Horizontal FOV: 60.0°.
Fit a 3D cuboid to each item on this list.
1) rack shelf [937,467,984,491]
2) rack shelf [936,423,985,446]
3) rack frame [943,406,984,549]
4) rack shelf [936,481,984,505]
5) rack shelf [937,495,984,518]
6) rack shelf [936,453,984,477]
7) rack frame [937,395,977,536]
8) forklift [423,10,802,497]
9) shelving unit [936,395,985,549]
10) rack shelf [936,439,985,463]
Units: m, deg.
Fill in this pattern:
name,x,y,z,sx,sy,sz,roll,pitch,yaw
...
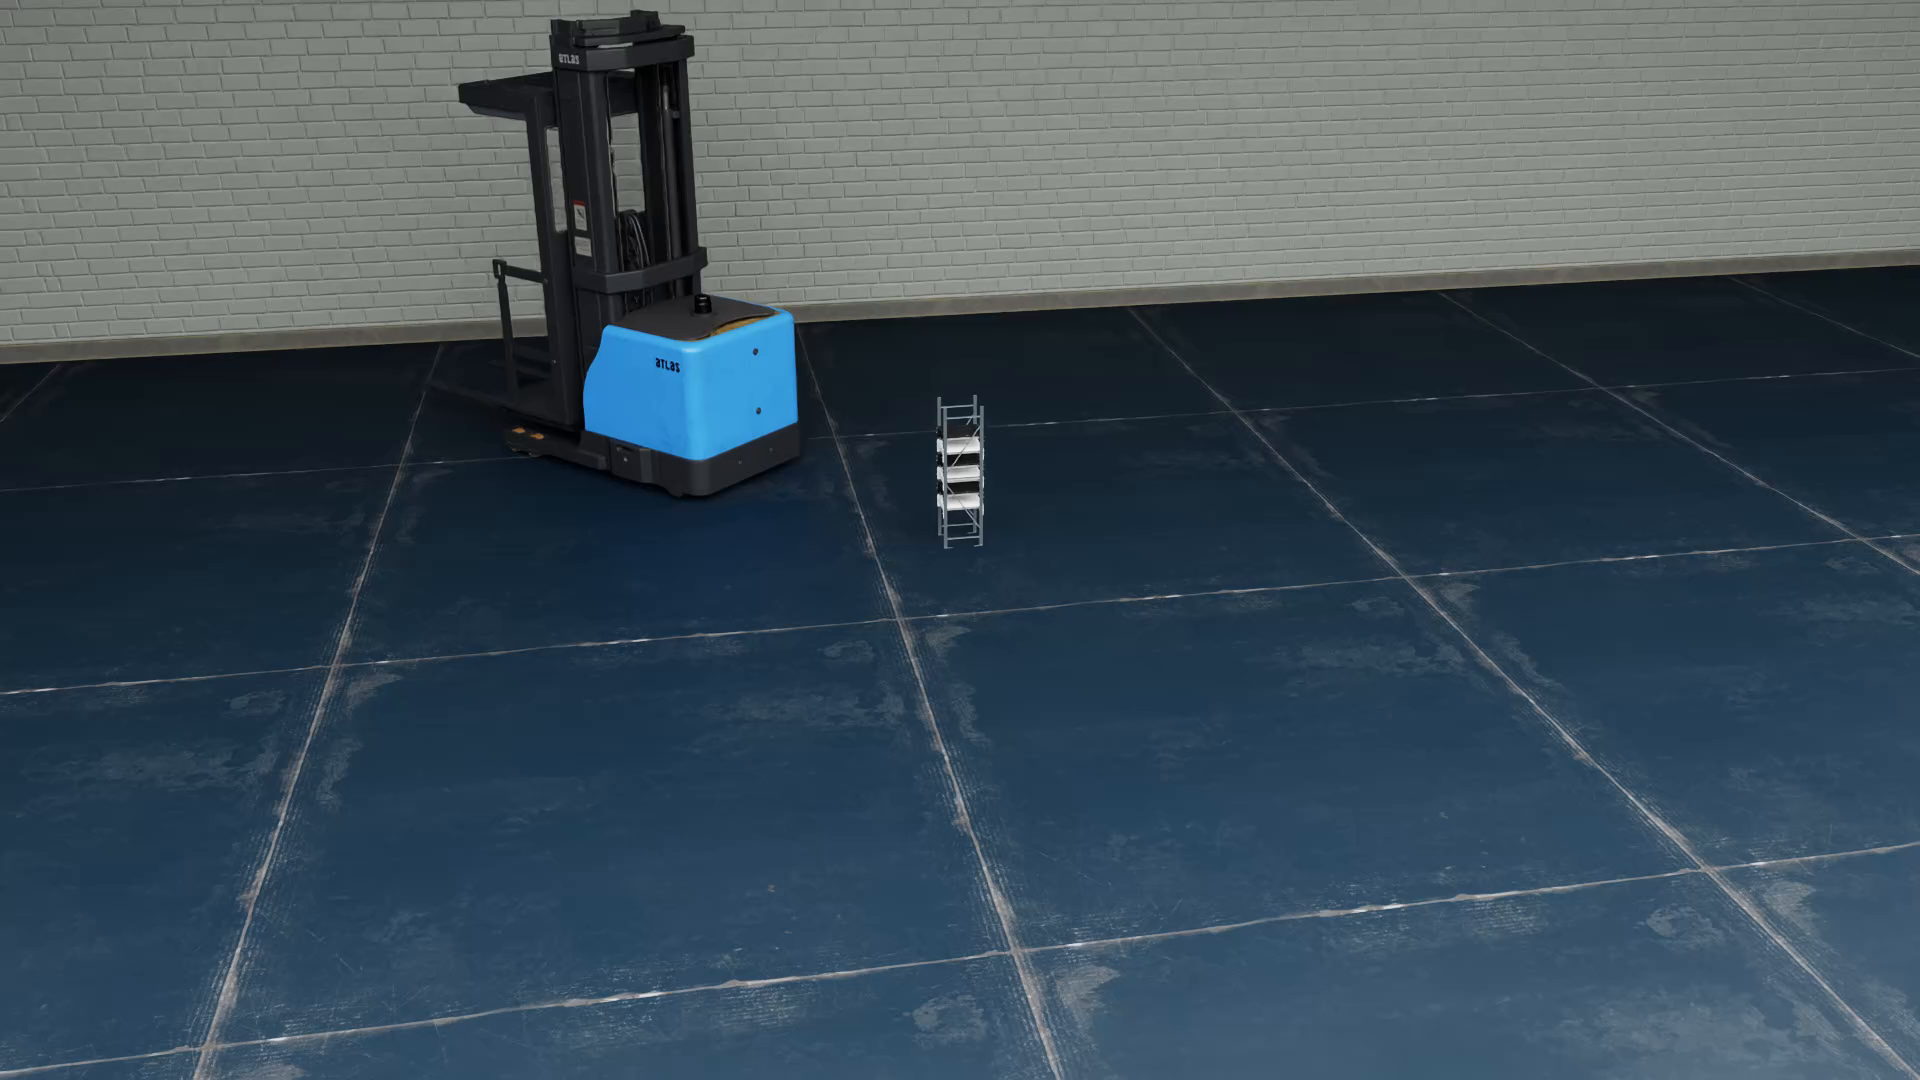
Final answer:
name,x,y,z,sx,sy,sz,roll,pitch,yaw
rack shelf,0.001,-0.379,10.076,0.258,0.077,0.200,-4,24,-10
rack shelf,0.001,-0.626,9.968,0.258,0.077,0.200,-4,24,-10
rack frame,0.020,-0.369,9.971,0.240,0.900,0.006,-4,24,-10
rack shelf,0.001,-0.296,10.112,0.258,0.077,0.200,-4,24,-10
rack shelf,0.001,-0.214,10.148,0.258,0.077,0.200,-4,24,-10
rack shelf,0.001,-0.461,10.040,0.258,0.077,0.200,-4,24,-10
rack frame,-0.017,-0.449,10.154,0.240,0.900,0.006,-4,24,-10
forklift,-2.582,-2.069,11.326,3.031,2.935,1.130,16,28,32
shelving unit,0.001,-0.409,10.063,0.258,0.900,0.210,-4,24,-10
rack shelf,0.001,-0.544,10.004,0.258,0.077,0.200,-4,24,-10
